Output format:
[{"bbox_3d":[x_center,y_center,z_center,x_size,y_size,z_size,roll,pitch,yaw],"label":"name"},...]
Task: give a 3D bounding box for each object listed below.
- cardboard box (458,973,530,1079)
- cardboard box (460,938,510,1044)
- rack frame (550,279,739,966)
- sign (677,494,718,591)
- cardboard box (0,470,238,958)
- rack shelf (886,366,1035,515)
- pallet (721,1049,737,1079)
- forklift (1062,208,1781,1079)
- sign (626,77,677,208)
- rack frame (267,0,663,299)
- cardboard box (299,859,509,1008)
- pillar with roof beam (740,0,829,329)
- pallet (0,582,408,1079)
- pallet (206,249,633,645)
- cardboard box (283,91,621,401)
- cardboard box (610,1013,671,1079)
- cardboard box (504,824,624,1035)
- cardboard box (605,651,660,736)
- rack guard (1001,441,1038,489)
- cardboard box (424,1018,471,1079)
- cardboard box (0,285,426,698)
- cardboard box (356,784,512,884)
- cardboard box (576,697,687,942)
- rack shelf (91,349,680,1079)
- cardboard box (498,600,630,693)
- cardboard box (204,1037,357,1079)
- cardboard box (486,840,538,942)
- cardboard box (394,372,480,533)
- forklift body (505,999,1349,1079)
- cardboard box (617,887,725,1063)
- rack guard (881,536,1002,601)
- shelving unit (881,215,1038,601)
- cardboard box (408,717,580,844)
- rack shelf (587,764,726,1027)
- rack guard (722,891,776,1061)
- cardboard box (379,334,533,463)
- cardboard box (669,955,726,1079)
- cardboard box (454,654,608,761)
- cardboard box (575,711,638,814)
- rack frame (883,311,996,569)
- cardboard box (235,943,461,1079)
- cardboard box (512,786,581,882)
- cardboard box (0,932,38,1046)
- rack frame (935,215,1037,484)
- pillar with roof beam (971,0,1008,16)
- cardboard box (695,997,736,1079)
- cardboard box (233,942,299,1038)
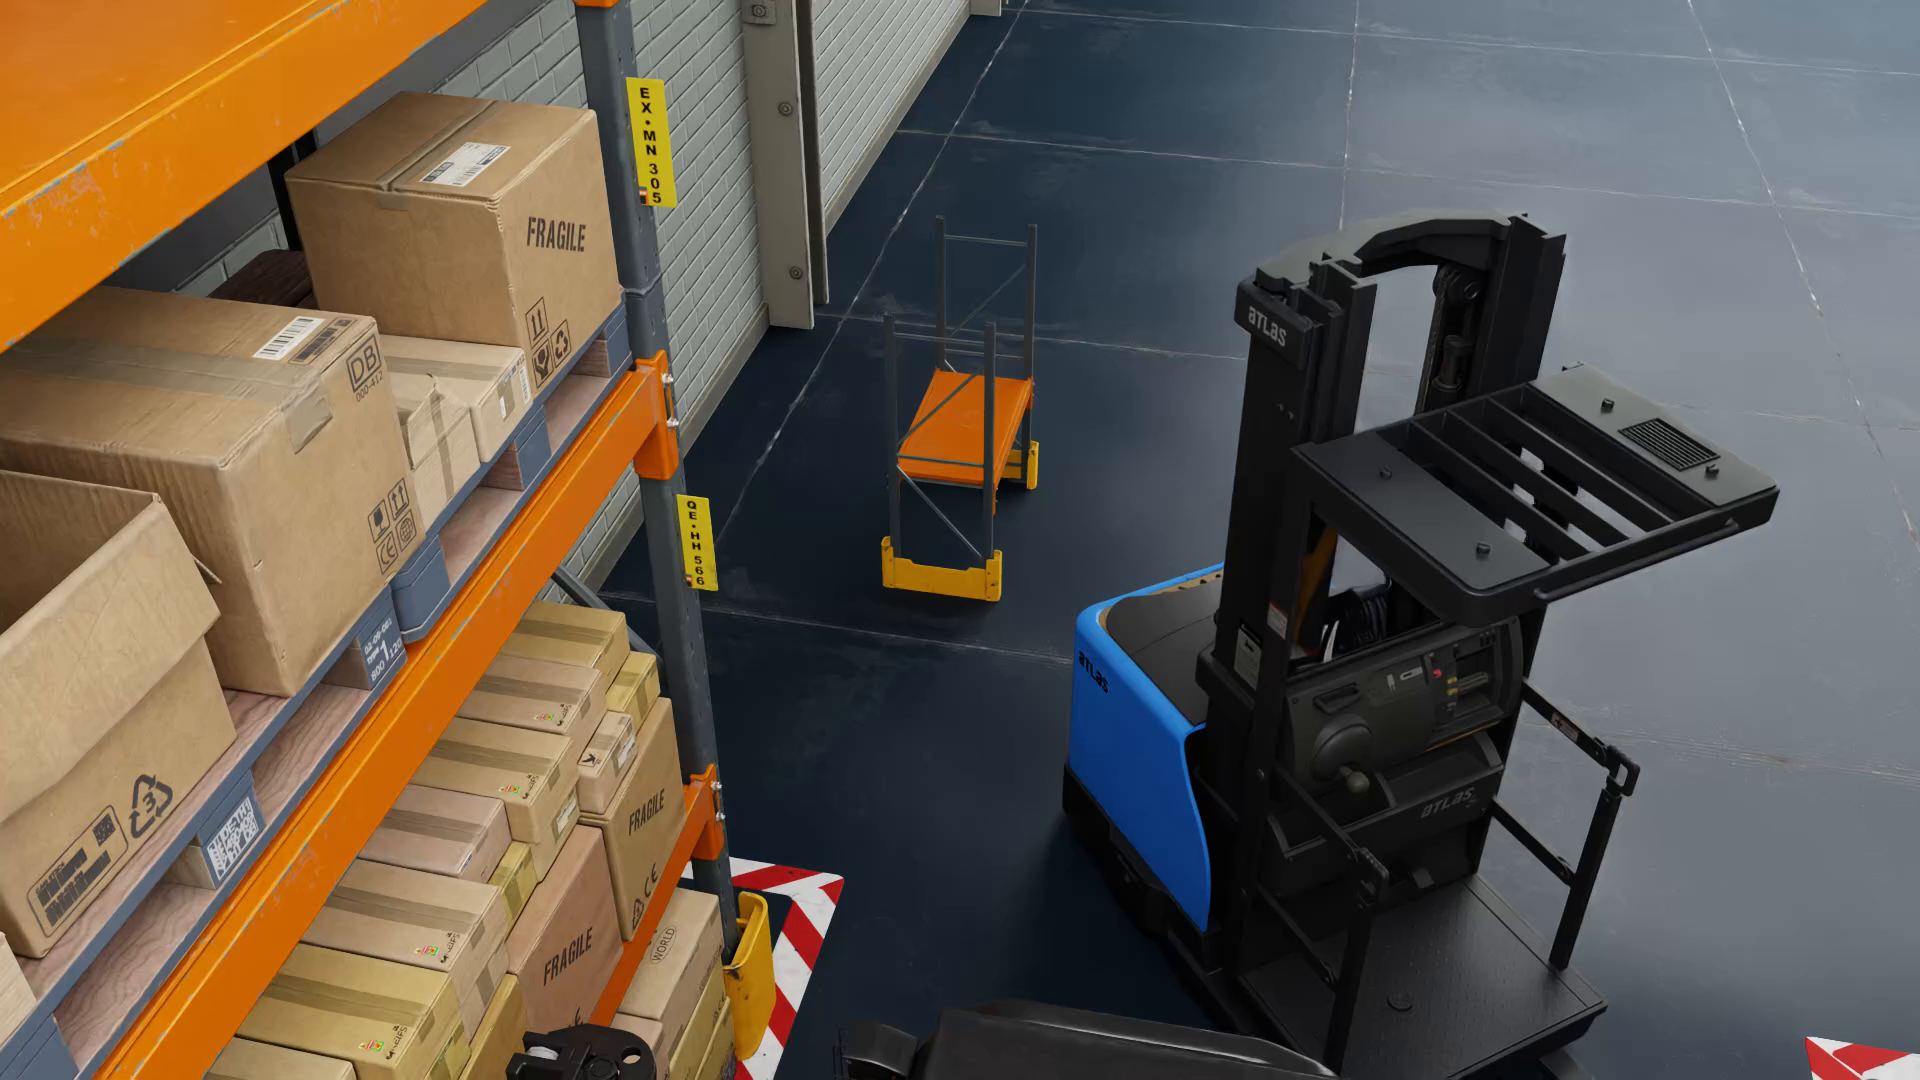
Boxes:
[{"bbox_3d":[-1.359,1.364,3.997,0.500,0.500,0.500,7,36,9],"label":"cardboard box"},{"bbox_3d":[-1.298,1.021,3.918,0.380,0.149,0.250,6,36,8],"label":"cardboard box"},{"bbox_3d":[-1.281,0.499,5.276,1.000,3.000,0.127,7,37,10],"label":"rack frame"},{"bbox_3d":[-0.754,0.010,4.761,0.100,0.325,0.005,7,37,10],"label":"sign"},{"bbox_3d":[-1.617,0.222,2.571,0.797,0.503,0.637,8,37,11],"label":"cardboard box"},{"bbox_3d":[0.018,-0.511,8.253,0.538,0.185,1.000,7,37,10],"label":"rack shelf"},{"bbox_3d":[-1.404,2.072,5.482,1.003,0.211,1.213,7,37,10],"label":"pallet"},{"bbox_3d":[1.540,0.590,5.208,1.130,2.935,3.031,-17,39,-22],"label":"forklift"},{"bbox_3d":[-0.754,-0.966,4.054,0.100,0.325,0.005,7,37,10],"label":"sign"},{"bbox_3d":[-1.281,-1.930,3.515,1.000,3.000,0.127,7,37,10],"label":"rack frame"},{"bbox_3d":[-1.277,0.903,3.827,0.380,0.149,0.250,8,37,11],"label":"cardboard box"},{"bbox_3d":[3.177,-4.544,7.122,9.100,9.000,0.400,7,37,10],"label":"pillar with roof beam"},{"bbox_3d":[-1.716,0.424,2.899,1.003,0.211,1.213,7,37,10],"label":"pallet"},{"bbox_3d":[-1.458,-0.278,3.866,1.003,0.211,1.213,7,37,10],"label":"pallet"},{"bbox_3d":[-1.138,-0.682,3.821,0.500,0.500,0.500,8,37,11],"label":"cardboard box"},{"bbox_3d":[-1.178,1.634,4.843,0.500,0.250,0.500,8,37,11],"label":"cardboard box"},{"bbox_3d":[-1.250,1.070,4.403,0.500,0.500,0.500,8,37,11],"label":"cardboard box"},{"bbox_3d":[-1.082,0.430,4.733,0.380,0.149,0.250,8,37,11],"label":"cardboard box"},{"bbox_3d":[0.123,-0.430,8.901,0.587,0.250,0.087,7,37,10],"label":"rack guard"},{"bbox_3d":[-1.332,1.168,3.714,0.380,0.149,0.250,8,37,10],"label":"cardboard box"},{"bbox_3d":[-1.454,-0.108,3.028,0.700,0.500,0.500,8,37,10],"label":"cardboard box"},{"bbox_3d":[-1.330,0.739,4.053,0.380,0.149,0.250,8,37,10],"label":"cardboard box"},{"bbox_3d":[-1.130,0.774,4.812,0.500,0.500,0.500,7,36,9],"label":"cardboard box"},{"bbox_3d":[-1.709,0.722,3.024,1.077,0.370,4.000,7,37,10],"label":"rack shelf"},{"bbox_3d":[-1.152,0.307,4.649,0.380,0.149,0.250,7,37,10],"label":"cardboard box"},{"bbox_3d":[-1.474,1.187,3.434,0.380,0.149,0.250,8,37,11],"label":"cardboard box"},{"bbox_3d":[-1.287,0.862,4.137,0.380,0.149,0.250,7,37,10],"label":"cardboard box"},{"bbox_3d":[-1.216,-0.213,3.374,0.396,0.266,0.258,7,37,10],"label":"cardboard box"},{"bbox_3d":[0.096,2.158,3.709,2.313,2.155,1.214,7,37,10],"label":"forklift body"},{"bbox_3d":[-1.075,1.341,5.248,0.500,0.250,0.500,8,37,12],"label":"cardboard box"},{"bbox_3d":[-0.090,0.141,8.113,0.587,0.250,0.087,7,37,10],"label":"rack guard"},{"bbox_3d":[0.016,-0.651,8.140,0.587,1.500,1.083,7,37,10],"label":"shelving unit"},{"bbox_3d":[-1.204,0.606,4.237,0.380,0.149,0.250,8,37,11],"label":"cardboard box"},{"bbox_3d":[-1.709,1.937,3.905,1.077,0.370,4.000,7,37,10],"label":"rack shelf"},{"bbox_3d":[-1.276,1.497,6.028,1.175,0.500,0.348,7,37,10],"label":"rack guard"},{"bbox_3d":[-1.162,-0.311,3.609,0.380,0.149,0.250,6,36,9],"label":"cardboard box"},{"bbox_3d":[-1.080,1.558,5.374,0.500,0.250,0.500,7,36,9],"label":"cardboard box"},{"bbox_3d":[-1.174,0.452,4.448,0.380,0.149,0.250,7,37,10],"label":"cardboard box"},{"bbox_3d":[-1.107,0.580,4.526,0.380,0.149,0.250,8,37,11],"label":"cardboard box"},{"bbox_3d":[-0.090,-0.365,7.745,0.500,1.500,0.032,7,37,10],"label":"rack frame"},{"bbox_3d":[-1.327,1.051,3.622,0.380,0.149,0.250,8,37,11],"label":"cardboard box"},{"bbox_3d":[-1.223,0.721,4.331,0.380,0.149,0.250,8,37,11],"label":"cardboard box"},{"bbox_3d":[-1.522,0.609,2.240,0.396,0.266,0.258,6,36,9],"label":"cardboard box"},{"bbox_3d":[0.127,-0.948,8.550,0.500,1.500,0.032,7,37,10],"label":"rack frame"},{"bbox_3d":[4.458,-7.984,11.868,9.100,9.000,0.400,7,37,10],"label":"pillar with roof beam"},{"bbox_3d":[-1.073,1.751,5.533,0.500,0.250,0.500,8,37,10],"label":"cardboard box"},{"bbox_3d":[-1.851,1.298,4.088,0.500,0.500,0.500,7,37,10],"label":"cardboard box"}]
